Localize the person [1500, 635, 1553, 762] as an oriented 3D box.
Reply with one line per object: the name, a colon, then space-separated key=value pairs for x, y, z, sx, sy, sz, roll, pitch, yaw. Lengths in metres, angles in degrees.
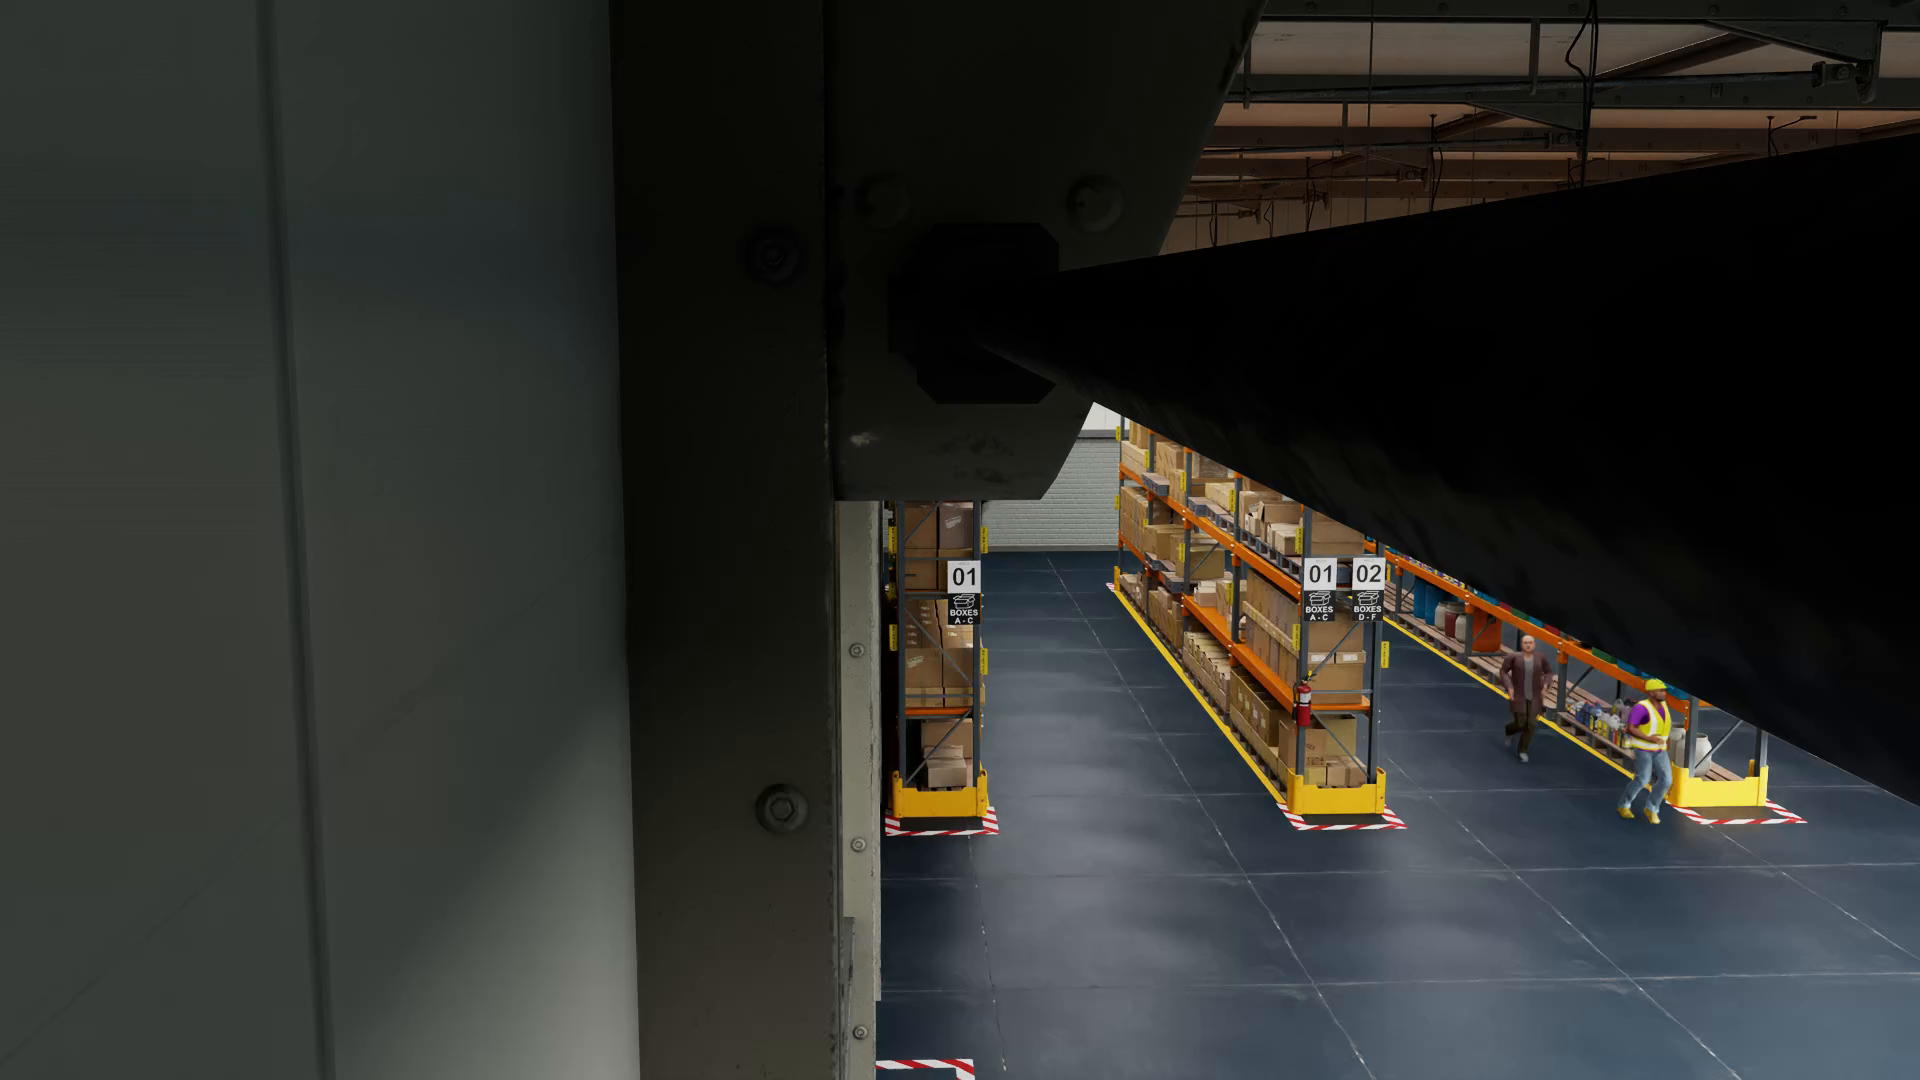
person: x=7.845 y=2.175 z=23.022 sx=0.705 sy=1.750 sz=0.624 roll=1 pitch=8 yaw=7

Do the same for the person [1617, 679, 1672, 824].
person: x=8.398 y=2.587 z=20.262 sx=0.768 sy=1.845 sz=0.589 roll=-5 pitch=9 yaw=-29
